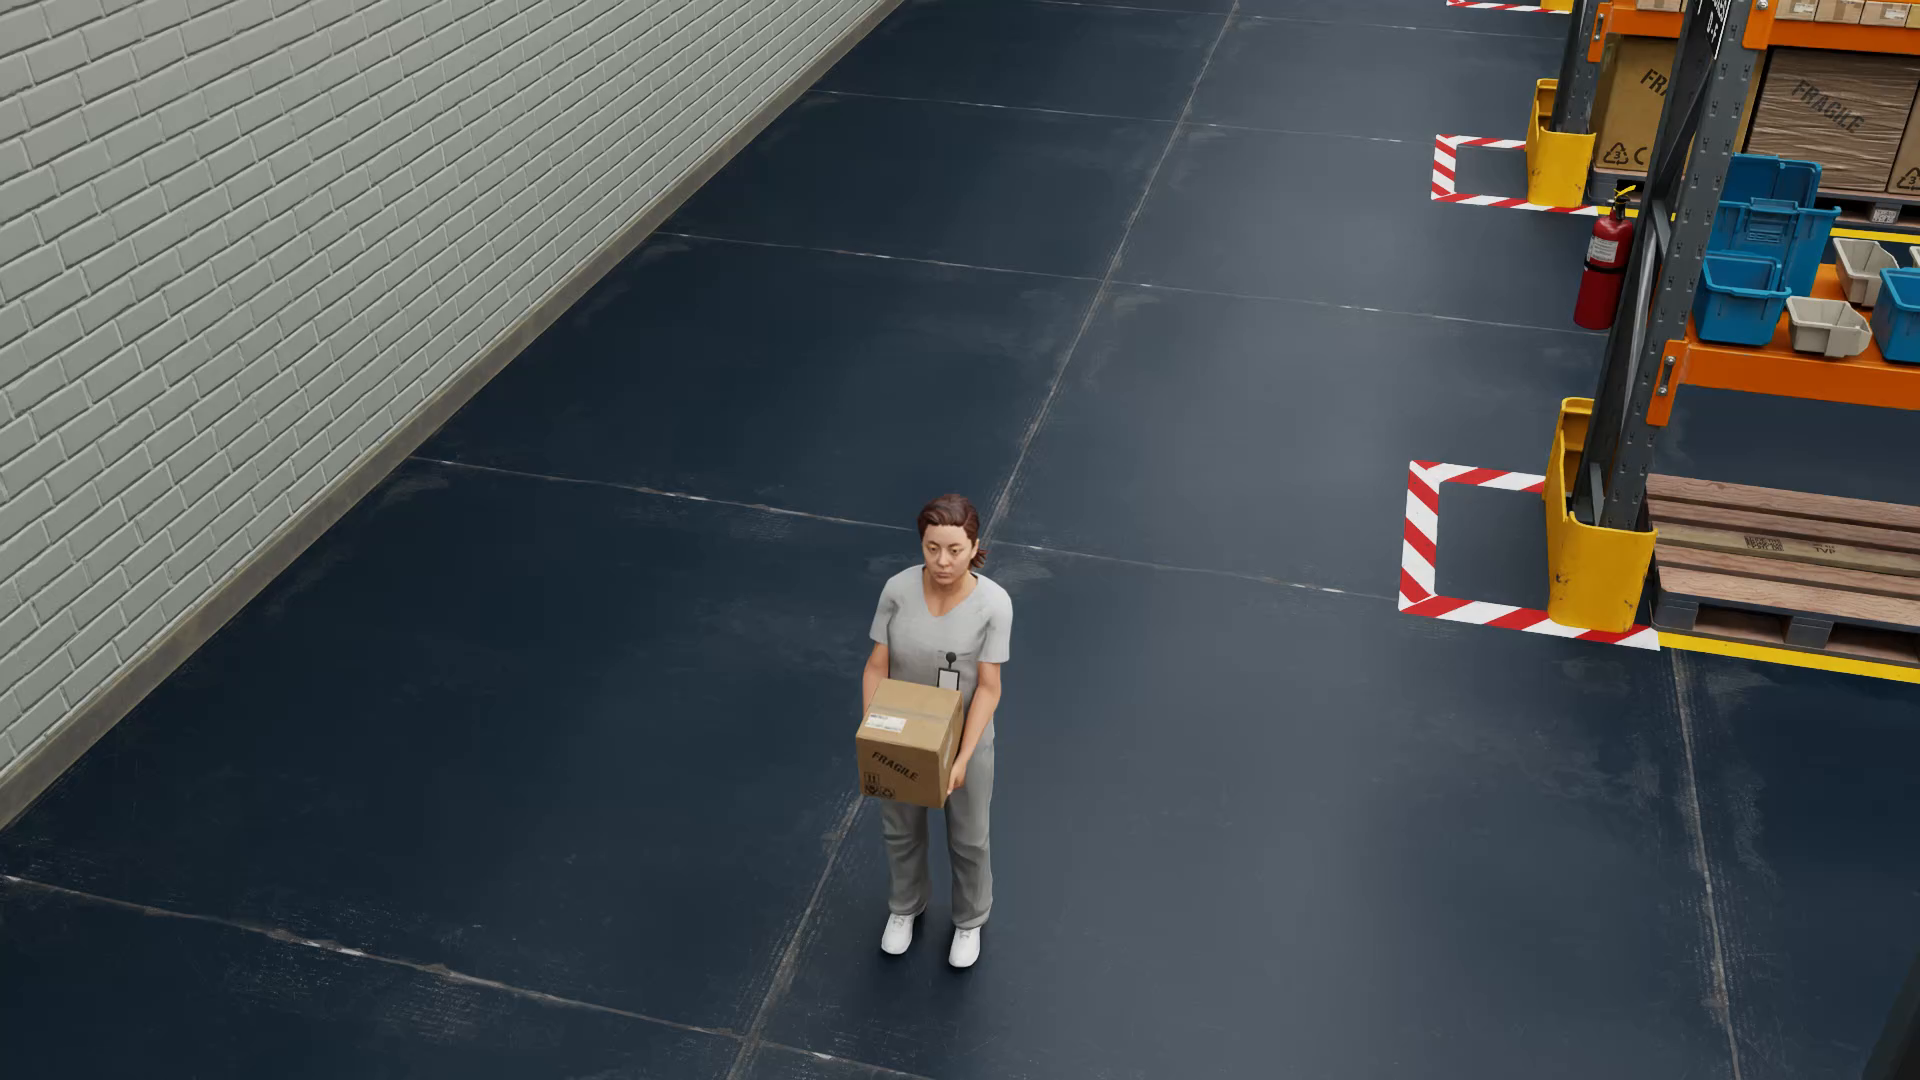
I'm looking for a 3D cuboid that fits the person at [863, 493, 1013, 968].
[{"bbox_3d":[-0.081,0.648,5.152,0.437,1.662,0.555,9,34,13],"label":"person"}]
